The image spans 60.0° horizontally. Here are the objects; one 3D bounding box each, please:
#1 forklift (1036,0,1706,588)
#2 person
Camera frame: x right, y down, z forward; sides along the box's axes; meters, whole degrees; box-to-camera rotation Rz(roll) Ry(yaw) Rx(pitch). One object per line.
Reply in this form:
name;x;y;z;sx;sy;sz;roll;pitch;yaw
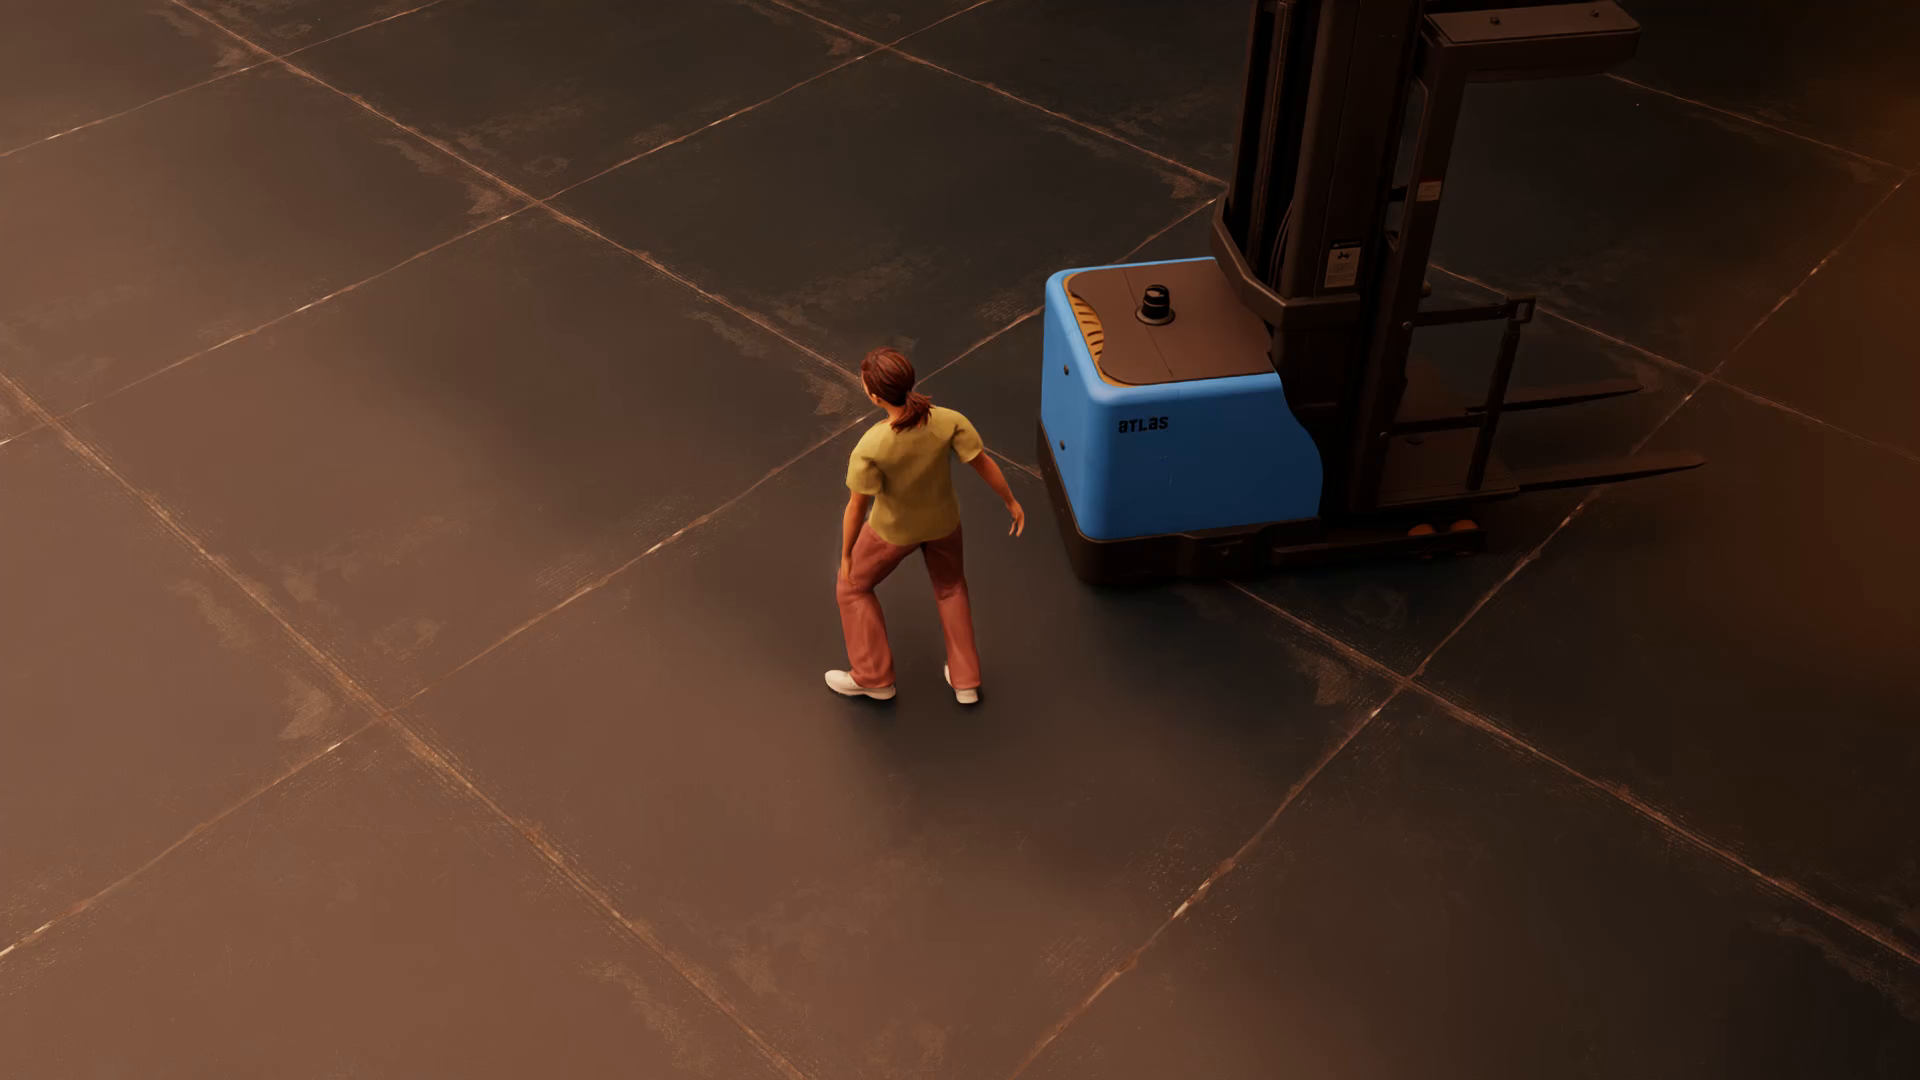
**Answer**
forklift;1.934;-1.356;7.008;3.031;2.935;1.130;-6;41;-7
person;-0.146;-0.012;6.495;0.816;1.646;0.480;-12;42;-13
